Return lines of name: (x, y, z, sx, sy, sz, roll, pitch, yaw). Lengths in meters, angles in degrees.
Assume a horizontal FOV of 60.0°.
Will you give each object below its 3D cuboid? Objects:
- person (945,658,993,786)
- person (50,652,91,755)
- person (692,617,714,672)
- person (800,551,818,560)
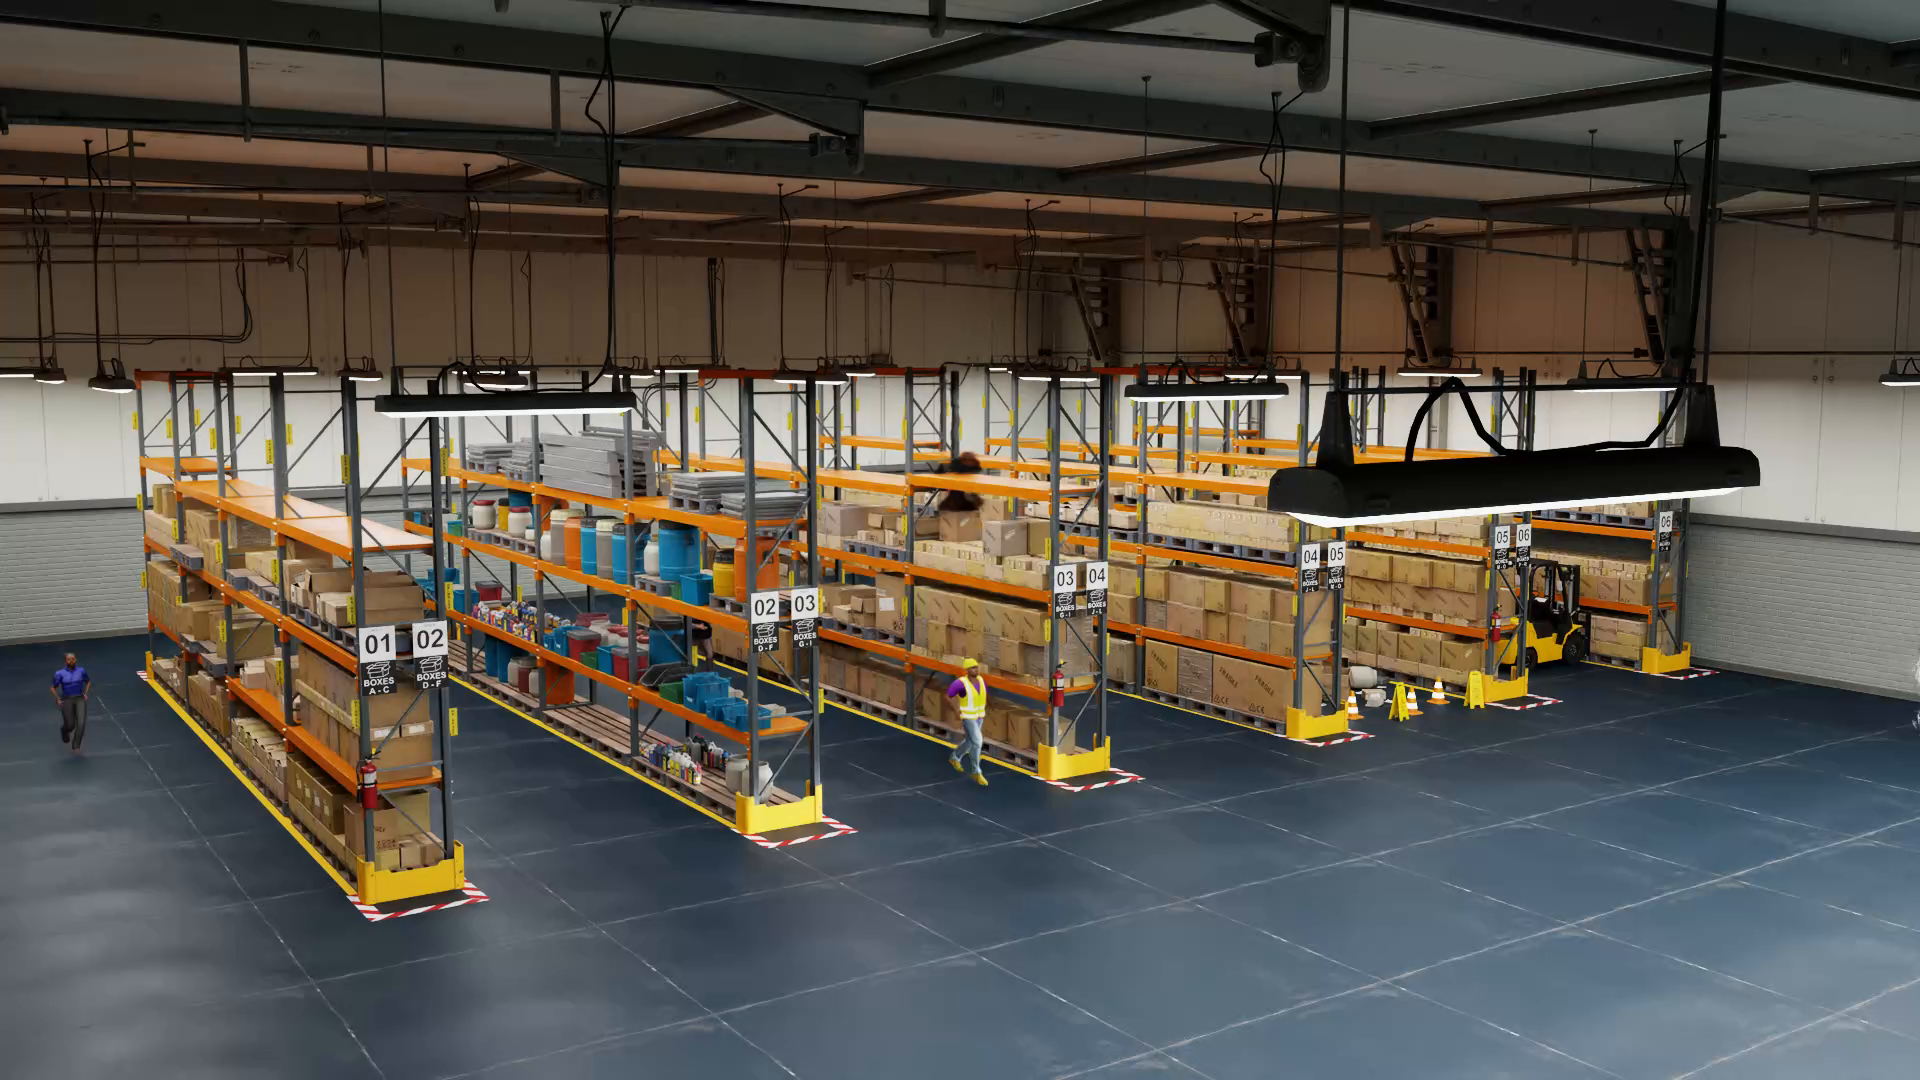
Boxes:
person: (0.149, 2.609, 24.274, 0.832, 1.813, 0.690, 6, 9, 42)
person: (-14.062, 2.576, 26.346, 0.582, 1.618, 0.578, -6, 8, -41)
person: (-4.973, 1.896, 31.687, 0.610, 1.754, 0.889, -4, 8, -35)
person: (-3.812, 0.750, 41.417, 0.639, 1.782, 0.905, 3, 7, 24)
